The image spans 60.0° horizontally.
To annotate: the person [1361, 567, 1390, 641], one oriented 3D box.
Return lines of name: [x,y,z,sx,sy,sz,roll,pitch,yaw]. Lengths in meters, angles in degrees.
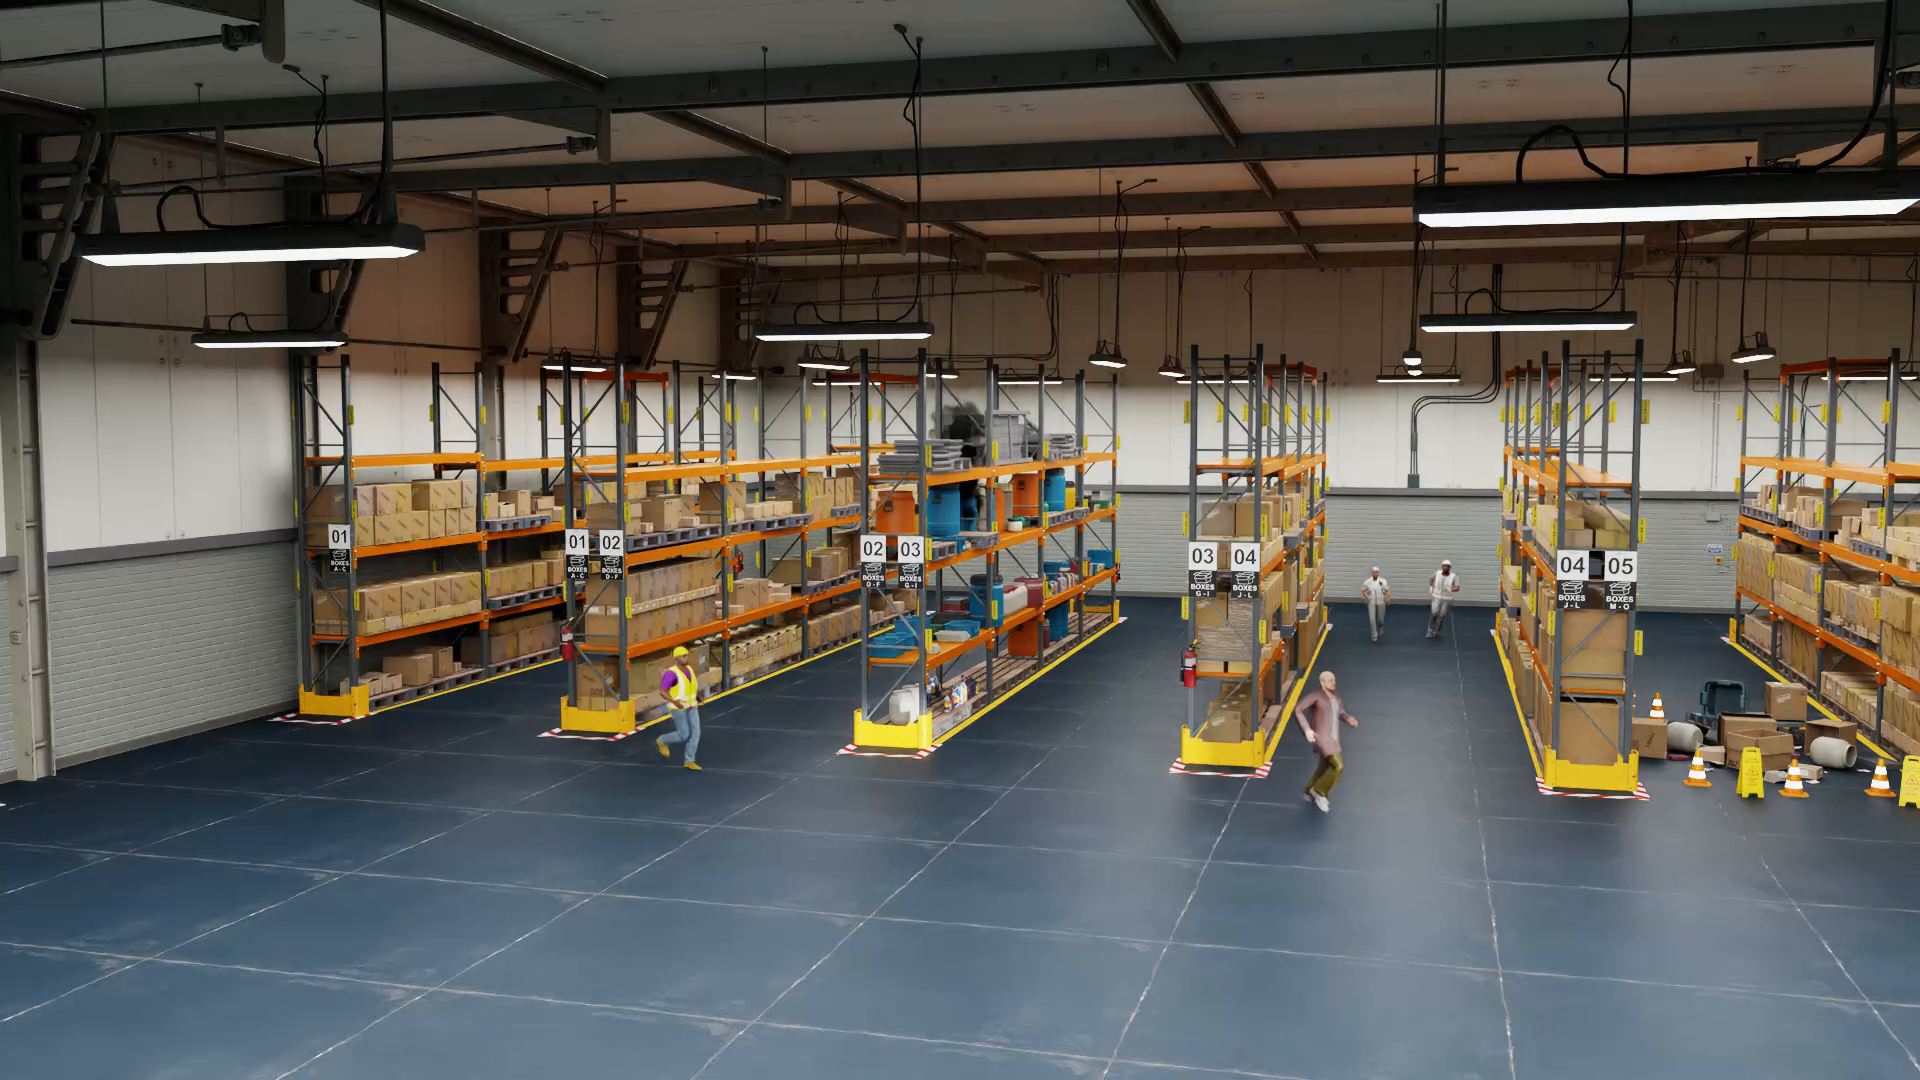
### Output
person: [9.230,1.417,37.006,0.604,1.634,0.650,1,4,15]

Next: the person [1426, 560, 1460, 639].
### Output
person: [10.830,1.333,37.268,0.705,1.781,0.711,1,4,18]

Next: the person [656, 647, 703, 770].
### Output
person: [-3.962,2.378,23.614,0.771,1.744,0.699,3,5,35]

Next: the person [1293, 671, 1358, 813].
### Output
person: [4.646,2.545,21.065,0.809,1.772,0.725,4,6,44]
